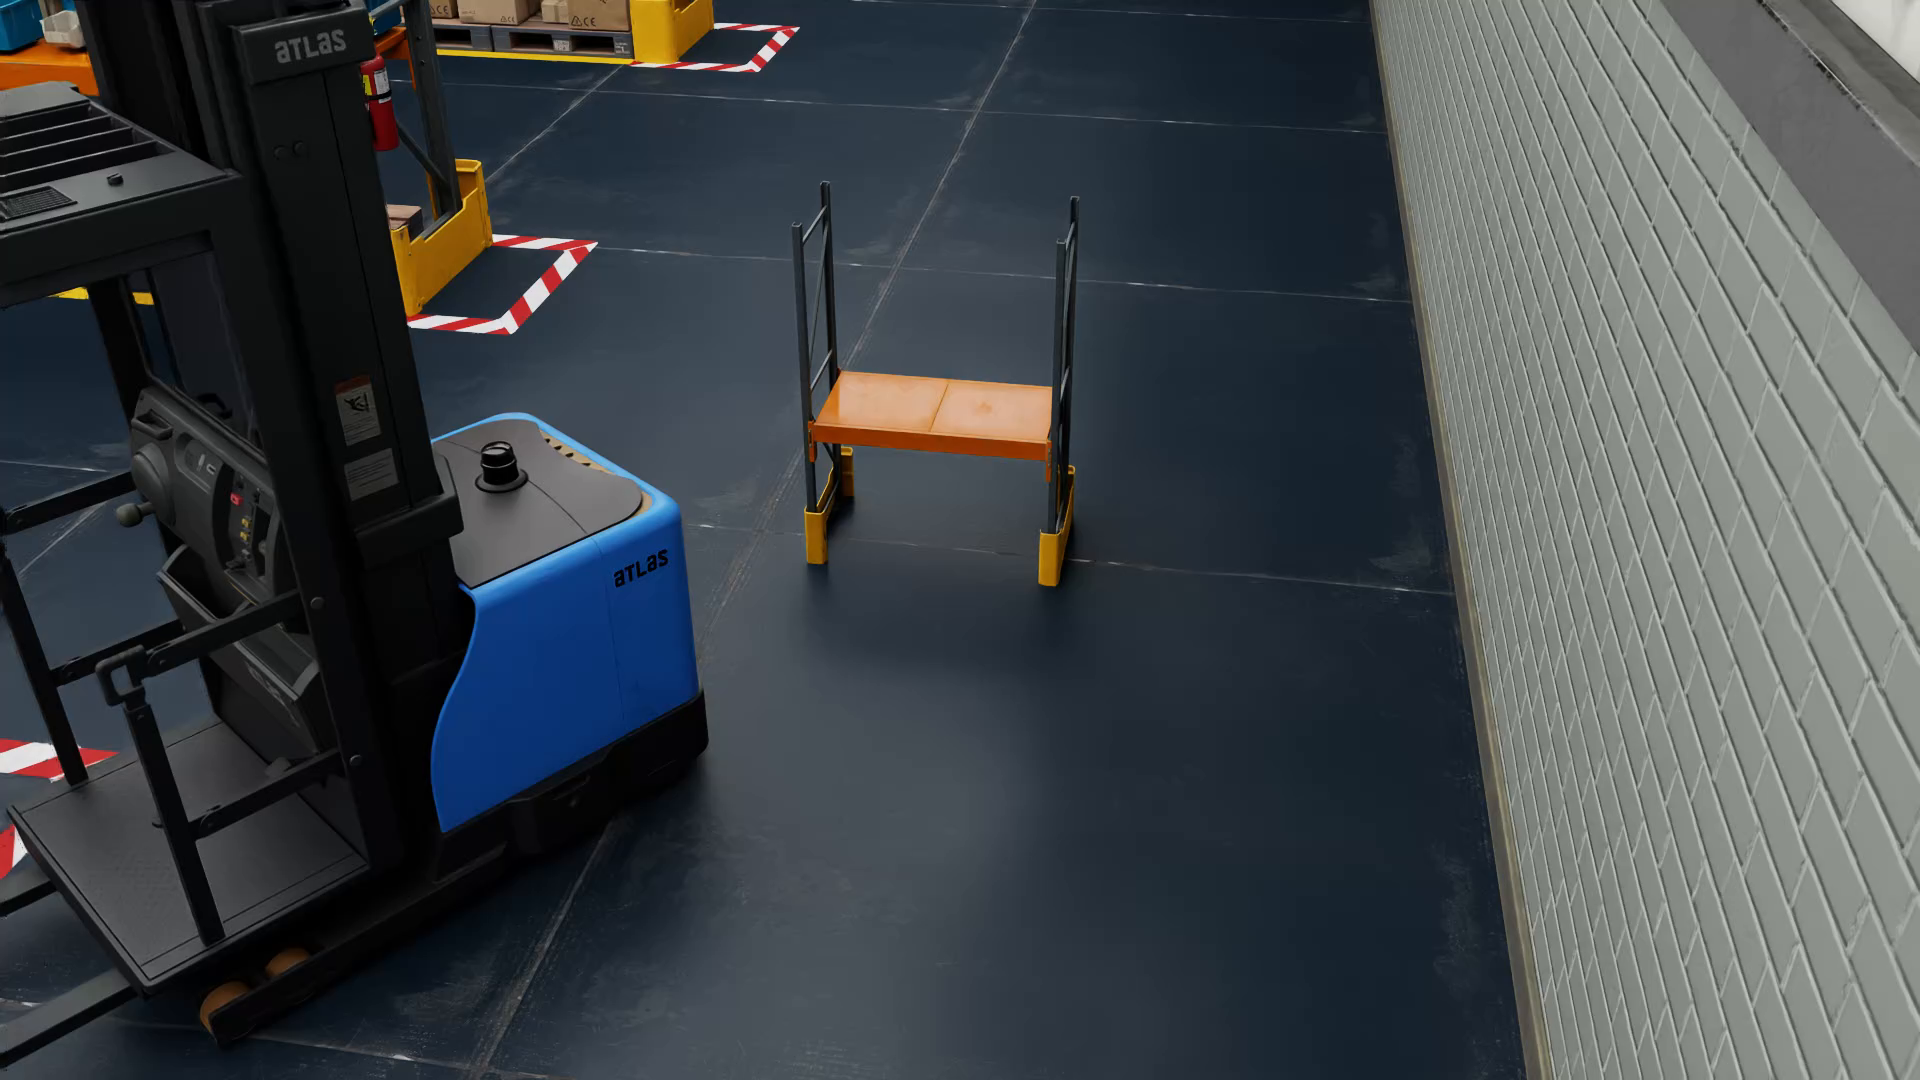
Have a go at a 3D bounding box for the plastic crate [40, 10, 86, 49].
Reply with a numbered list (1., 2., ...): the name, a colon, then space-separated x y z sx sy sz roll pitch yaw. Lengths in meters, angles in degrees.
1. plastic crate: -4.821 -2.768 9.037 0.250 0.136 0.298 5 32 8

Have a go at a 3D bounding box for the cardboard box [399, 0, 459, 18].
1. cardboard box: -4.383 -4.725 13.909 0.637 0.503 0.797 5 32 8

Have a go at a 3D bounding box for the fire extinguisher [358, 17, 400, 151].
1. fire extinguisher: -3.057 -2.372 8.637 0.183 0.674 0.296 5 32 8

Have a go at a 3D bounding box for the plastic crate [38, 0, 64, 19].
1. plastic crate: -5.305 -3.087 9.546 0.466 0.136 0.293 5 32 8

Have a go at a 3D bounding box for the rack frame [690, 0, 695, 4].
1. rack frame: -2.292 -5.404 13.057 0.127 3.000 1.000 5 32 8

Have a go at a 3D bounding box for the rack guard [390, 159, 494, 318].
1. rack guard: -3.104 -1.759 9.589 0.348 0.500 1.175 5 32 8

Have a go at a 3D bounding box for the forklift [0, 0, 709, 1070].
1. forklift: -2.296 -0.081 4.617 1.130 2.935 3.031 28 41 37

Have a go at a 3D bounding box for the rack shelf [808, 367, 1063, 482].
1. rack shelf: -0.084 -0.491 6.960 1.000 0.185 0.538 5 32 8

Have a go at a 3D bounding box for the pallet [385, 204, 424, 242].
1. pallet: -3.936 -1.726 9.809 1.213 0.211 1.003 5 32 8

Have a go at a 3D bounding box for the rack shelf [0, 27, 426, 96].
1. rack shelf: -5.101 -2.688 9.395 4.000 0.370 1.077 5 32 8

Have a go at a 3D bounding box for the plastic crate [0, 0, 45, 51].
1. plastic crate: -5.197 -2.818 9.026 0.300 0.233 0.416 5 32 8

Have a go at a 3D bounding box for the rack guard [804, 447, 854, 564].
1. rack guard: -0.566 -0.157 7.266 0.087 0.250 0.587 5 32 8

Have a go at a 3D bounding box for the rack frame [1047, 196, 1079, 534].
1. rack frame: 0.417 -0.598 6.792 0.032 1.500 0.500 5 32 8

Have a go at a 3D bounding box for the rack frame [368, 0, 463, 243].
1. rack frame: -3.129 -2.814 8.919 0.127 3.000 1.000 5 32 8

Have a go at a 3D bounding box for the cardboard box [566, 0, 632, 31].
1. cardboard box: -2.870 -4.451 13.475 0.500 0.500 0.500 5 32 8

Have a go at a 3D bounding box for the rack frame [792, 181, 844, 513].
1. rack frame: -0.585 -0.689 6.937 0.032 1.500 0.500 5 32 8

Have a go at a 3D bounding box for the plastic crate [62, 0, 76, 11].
1. plastic crate: -4.911 -3.107 9.488 0.300 0.233 0.416 5 32 8

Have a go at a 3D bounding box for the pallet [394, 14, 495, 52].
1. pallet: -4.352 -4.410 14.097 1.213 0.211 1.003 5 32 8

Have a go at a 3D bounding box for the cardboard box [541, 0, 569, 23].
1. cardboard box: -3.254 -4.393 13.697 0.250 0.166 0.380 5 32 8

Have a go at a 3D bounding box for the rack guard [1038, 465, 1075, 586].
1. rack guard: 0.416 -0.068 7.124 0.087 0.250 0.587 5 32 8

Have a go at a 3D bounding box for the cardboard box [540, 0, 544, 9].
1. cardboard box: -3.274 -4.667 14.056 0.500 0.250 0.500 5 32 8

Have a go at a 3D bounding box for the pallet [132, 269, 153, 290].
1. pallet: -5.135 -1.836 9.984 1.213 0.211 1.003 5 32 8

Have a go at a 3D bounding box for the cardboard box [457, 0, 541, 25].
1. cardboard box: -3.801 -4.446 13.702 0.500 0.250 0.500 5 32 8

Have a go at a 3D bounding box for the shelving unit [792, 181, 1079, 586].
1. shelving unit: -0.075 -0.643 6.863 1.083 1.500 0.587 5 32 8

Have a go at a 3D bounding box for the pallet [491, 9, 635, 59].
1. pallet: -3.153 -4.300 13.921 1.213 0.211 1.003 5 32 8

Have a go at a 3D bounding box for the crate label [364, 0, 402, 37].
1. crate label: -3.317 -2.963 9.257 0.303 0.233 0.416 5 32 8

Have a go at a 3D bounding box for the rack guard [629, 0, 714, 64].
1. rack guard: -2.367 -4.352 13.731 0.348 0.500 1.175 5 32 8
